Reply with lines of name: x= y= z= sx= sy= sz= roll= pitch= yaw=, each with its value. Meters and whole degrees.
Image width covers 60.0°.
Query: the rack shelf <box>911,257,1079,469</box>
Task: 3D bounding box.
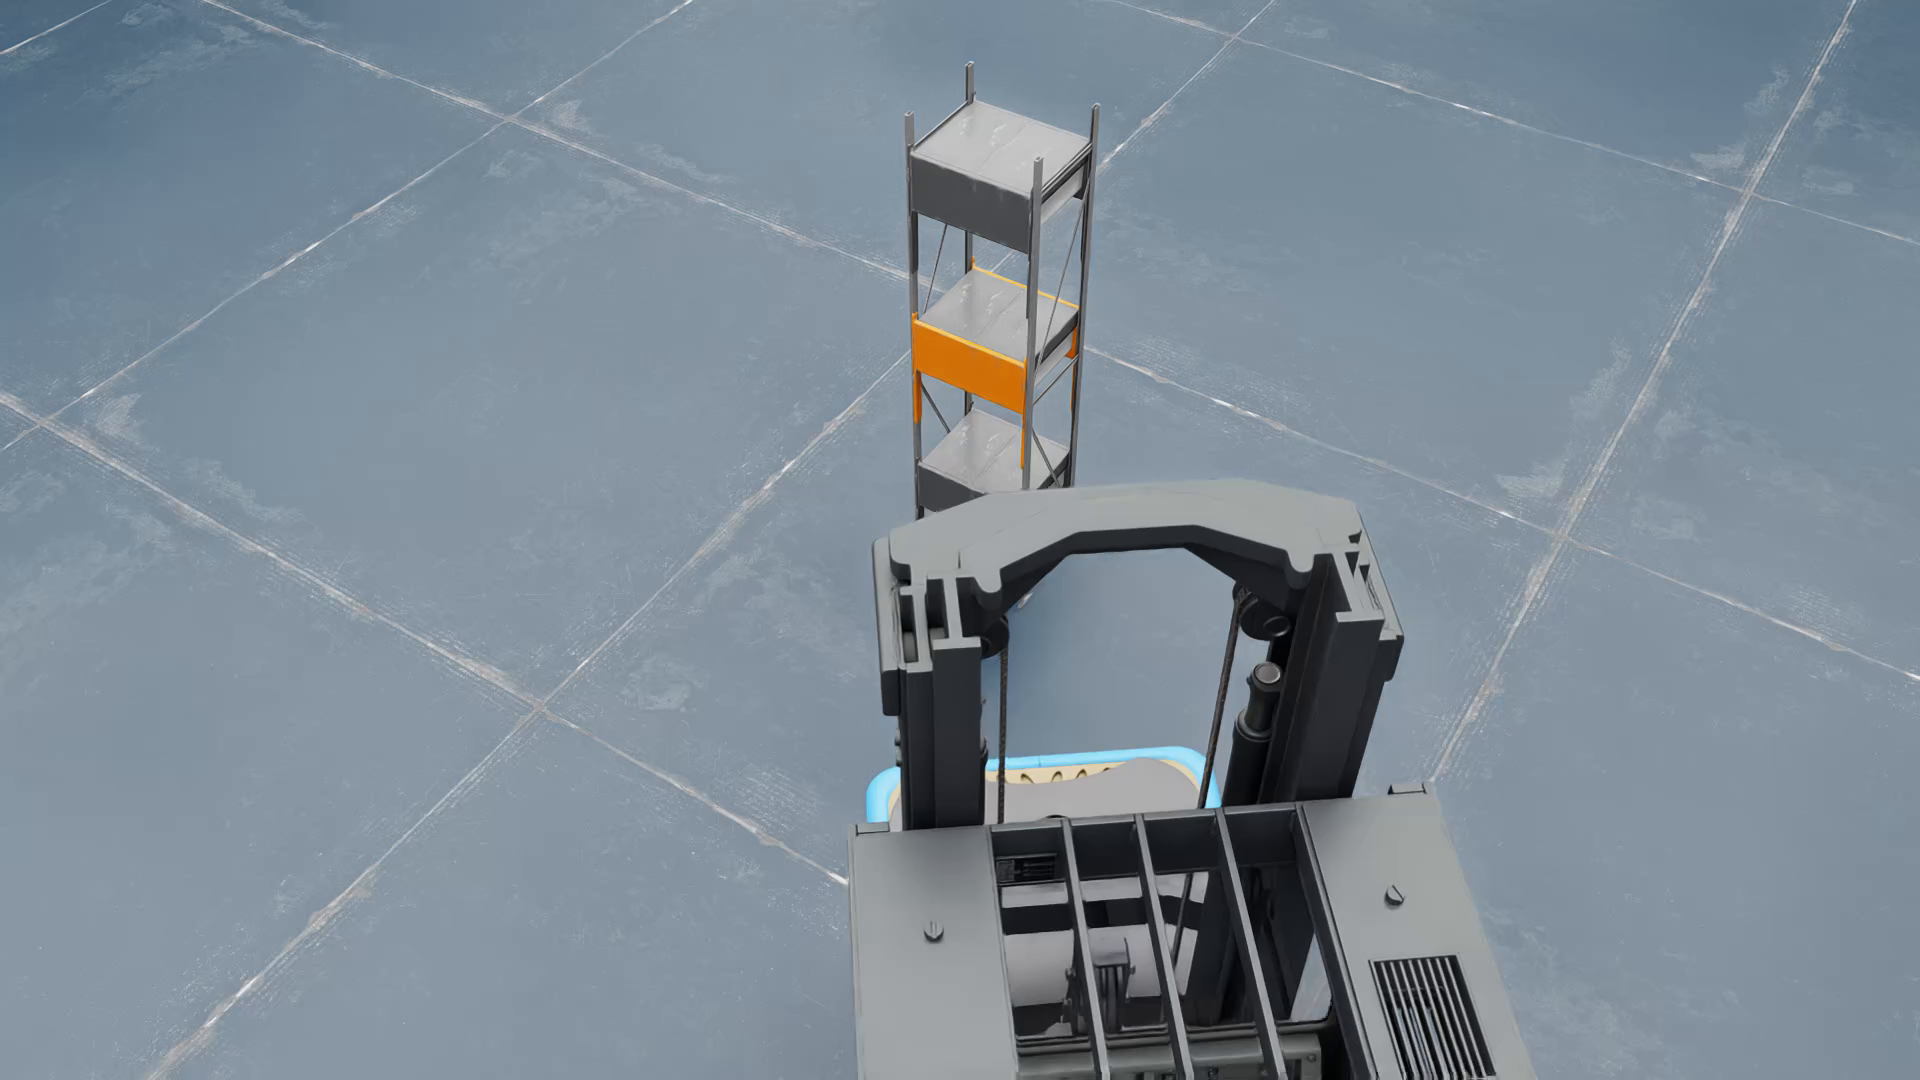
rack shelf: x=0.139 y=-0.658 z=6.166 sx=0.480 sy=0.518 sz=0.431 roll=25 pitch=51 yaw=22

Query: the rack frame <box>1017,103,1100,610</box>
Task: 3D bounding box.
rack frame: x=0.345 y=-0.573 z=6.065 sx=0.015 sy=2.100 sz=0.400 roll=25 pitch=51 yaw=22

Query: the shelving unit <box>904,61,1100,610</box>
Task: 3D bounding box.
shelving unit: x=0.139 y=-0.668 z=6.157 sx=0.503 sy=2.100 sz=0.431 roll=25 pitch=51 yaw=22

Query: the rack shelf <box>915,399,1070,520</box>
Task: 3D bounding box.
rack shelf: x=0.139 y=-0.170 z=6.668 sx=0.480 sy=0.518 sz=0.431 roll=25 pitch=51 yaw=22

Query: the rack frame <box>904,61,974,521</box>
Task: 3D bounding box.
rack frame: x=-0.066 y=-0.762 z=6.248 sx=0.015 sy=2.100 sz=0.400 roll=25 pitch=51 yaw=22

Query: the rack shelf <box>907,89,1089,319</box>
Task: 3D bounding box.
rack shelf: x=0.139 y=-1.146 z=5.664 sx=0.480 sy=0.518 sz=0.431 roll=25 pitch=51 yaw=22

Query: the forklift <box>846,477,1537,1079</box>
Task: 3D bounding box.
forklift: x=0.360 y=1.413 z=3.555 sx=1.130 sy=2.935 sz=3.031 roll=-4 pitch=46 yaw=-4
